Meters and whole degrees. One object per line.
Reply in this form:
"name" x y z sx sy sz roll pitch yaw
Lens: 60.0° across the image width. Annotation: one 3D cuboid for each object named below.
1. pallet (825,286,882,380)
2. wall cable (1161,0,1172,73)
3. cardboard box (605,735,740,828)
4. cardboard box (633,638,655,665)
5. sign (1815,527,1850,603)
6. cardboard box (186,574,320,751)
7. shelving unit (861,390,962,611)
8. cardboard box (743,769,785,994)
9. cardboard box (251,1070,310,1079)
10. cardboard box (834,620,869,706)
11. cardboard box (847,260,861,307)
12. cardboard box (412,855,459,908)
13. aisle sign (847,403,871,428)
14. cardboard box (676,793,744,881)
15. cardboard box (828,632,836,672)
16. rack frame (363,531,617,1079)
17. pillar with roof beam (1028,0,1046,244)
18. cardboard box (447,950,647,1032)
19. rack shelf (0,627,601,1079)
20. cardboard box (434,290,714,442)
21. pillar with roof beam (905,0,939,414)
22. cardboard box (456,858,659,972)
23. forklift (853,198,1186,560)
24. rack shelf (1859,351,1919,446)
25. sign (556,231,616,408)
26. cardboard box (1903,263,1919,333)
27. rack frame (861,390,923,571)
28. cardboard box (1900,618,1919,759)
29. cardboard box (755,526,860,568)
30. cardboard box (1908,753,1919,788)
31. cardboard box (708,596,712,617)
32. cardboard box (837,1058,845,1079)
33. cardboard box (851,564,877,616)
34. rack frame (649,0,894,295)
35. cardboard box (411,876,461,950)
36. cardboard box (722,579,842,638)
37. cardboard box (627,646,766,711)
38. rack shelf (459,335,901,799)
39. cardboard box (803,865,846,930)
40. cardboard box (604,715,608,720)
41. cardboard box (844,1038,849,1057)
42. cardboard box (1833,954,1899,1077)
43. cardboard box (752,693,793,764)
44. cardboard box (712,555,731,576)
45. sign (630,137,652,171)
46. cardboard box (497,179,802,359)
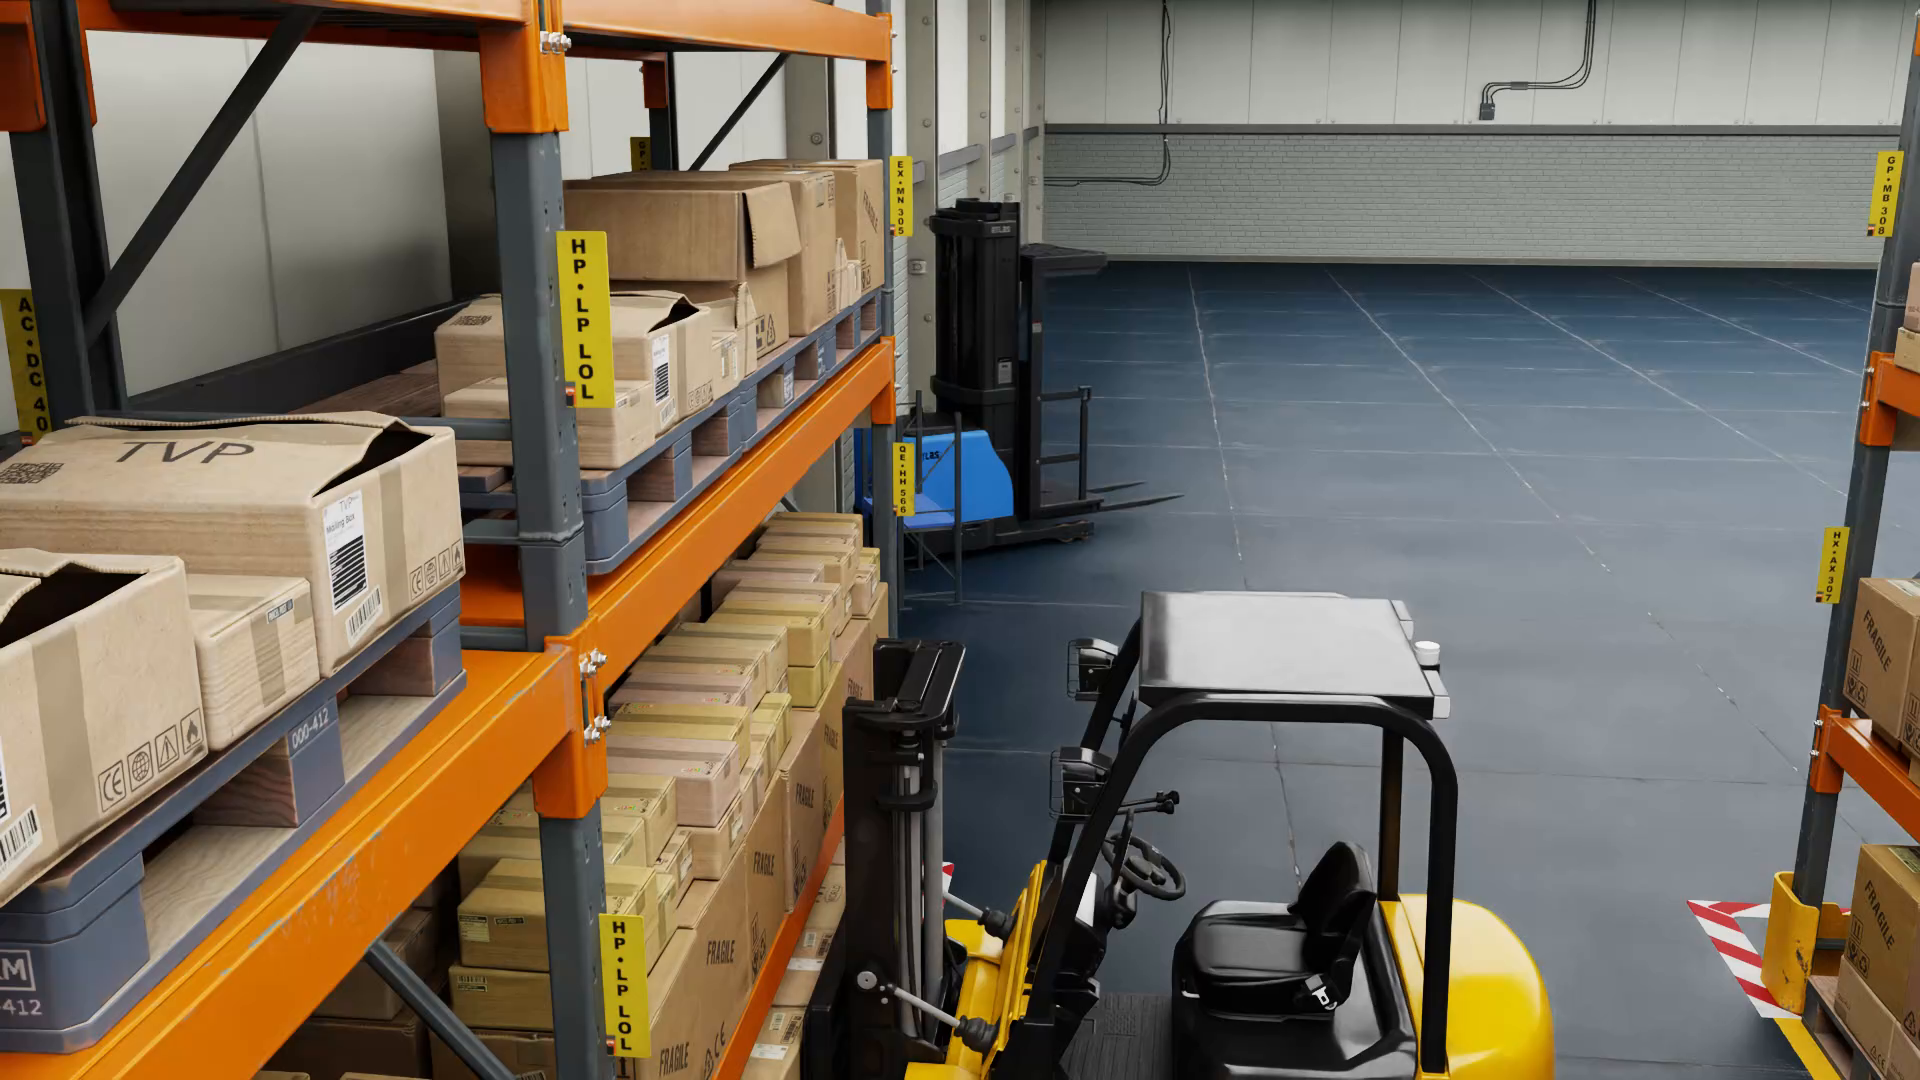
"pallet" -0.890 -0.830 6.408 1.003 0.211 1.213 2 15 6
"wall cable" 5.961 -11.715 37.019 3.097 2.526 0.112 2 15 6
"cardboard box" -0.814 0.650 4.506 0.380 0.149 0.250 2 15 8
"cardboard box" -1.237 0.369 5.548 0.380 0.149 0.250 2 15 7
"sign" 3.609 0.104 6.872 0.100 0.325 0.005 2 15 6
"cardboard box" -1.058 0.147 2.112 0.380 0.149 0.250 2 15 6
"shelving unit" -0.391 -0.334 13.024 0.538 1.500 1.048 -5 16 -17
"cardboard box" -0.828 1.007 4.998 0.500 0.500 0.500 2 15 6
"cardboard box" -1.488 1.153 3.215 0.380 0.149 0.250 1 15 5
"cardboard box" -0.647 0.614 6.453 0.500 0.500 0.500 2 15 8
"cardboard box" -0.576 -0.961 6.209 0.380 0.149 0.250 1 15 5
"cardboard box" -1.430 0.770 4.066 0.380 0.149 0.250 1 15 5
"aisle sign" -0.485 -0.871 7.155 0.394 0.787 0.004 2 15 6
"cardboard box" -0.807 0.796 4.536 0.380 0.149 0.250 2 15 7
"cardboard box" -0.657 0.397 6.014 0.380 0.149 0.250 1 15 4
"rack frame" -1.236 1.430 3.627 1.000 3.000 0.127 2 15 6
"pillar with roof beam" 5.904 -10.003 34.417 9.100 9.000 0.400 2 15 6
"cardboard box" -0.938 0.994 3.806 0.380 0.149 0.250 1 15 5
"rack shelf" -1.461 0.848 1.411 1.077 0.370 4.000 2 15 6
"cardboard box" -0.900 -0.434 3.950 0.500 0.311 0.500 2 15 7
"pillar with roof beam" 3.873 -5.335 17.152 9.100 9.000 0.400 2 15 6
"cardboard box" -0.905 0.851 3.764 0.380 0.149 0.250 2 15 7
"forklift" 0.603 -1.501 14.599 3.031 2.935 1.130 -8 17 -28
"rack shelf" 3.923 -0.044 4.710 1.077 0.370 4.000 2 15 6
"sign" -0.695 -0.406 3.077 0.100 0.325 0.005 2 15 6
"cardboard box" 3.827 -0.859 6.062 0.500 0.250 0.500 1 15 5
"rack frame" -0.549 -0.460 13.491 0.500 1.500 0.032 -5 16 -17
"cardboard box" 3.764 0.595 5.953 0.500 0.500 0.500 2 15 8
"cardboard box" -0.612 0.052 6.720 0.380 0.149 0.250 2 15 6
"cardboard box" 3.779 0.873 6.167 0.380 0.149 0.250 1 15 4
"cardboard box" -1.080 0.243 6.583 0.380 0.149 0.250 1 15 5
"cardboard box" -0.691 2.042 5.827 0.500 0.250 0.500 2 15 8
"cardboard box" -0.544 0.197 6.754 0.380 0.149 0.250 2 15 7
"rack frame" -0.784 -2.503 6.680 1.000 3.000 0.127 2 15 6
"cardboard box" -1.461 0.912 4.109 0.380 0.149 0.250 1 15 5
"cardboard box" -0.636 0.253 5.974 0.380 0.149 0.250 2 15 8
"cardboard box" -0.828 0.450 5.249 0.380 0.149 0.250 2 15 6
"rack shelf" -1.010 -0.189 5.248 1.077 0.370 4.000 2 15 6
"cardboard box" -0.625 1.427 6.186 0.500 0.250 0.500 2 15 7
"cardboard box" -1.281 0.578 5.344 0.380 0.149 0.250 1 15 4
"cardboard box" -0.633 1.676 6.224 0.500 0.250 0.500 1 15 5
"cardboard box" 3.782 1.864 6.487 0.500 0.250 0.500 2 15 6
"cardboard box" -0.744 0.593 5.287 0.380 0.149 0.250 1 15 5
"cardboard box" -1.113 0.104 6.526 0.380 0.149 0.250 2 15 7
"sign" -1.335 -1.533 7.014 0.100 0.325 0.005 2 15 6
"cardboard box" -0.911 -0.821 5.011 0.797 0.503 0.637 2 15 8
